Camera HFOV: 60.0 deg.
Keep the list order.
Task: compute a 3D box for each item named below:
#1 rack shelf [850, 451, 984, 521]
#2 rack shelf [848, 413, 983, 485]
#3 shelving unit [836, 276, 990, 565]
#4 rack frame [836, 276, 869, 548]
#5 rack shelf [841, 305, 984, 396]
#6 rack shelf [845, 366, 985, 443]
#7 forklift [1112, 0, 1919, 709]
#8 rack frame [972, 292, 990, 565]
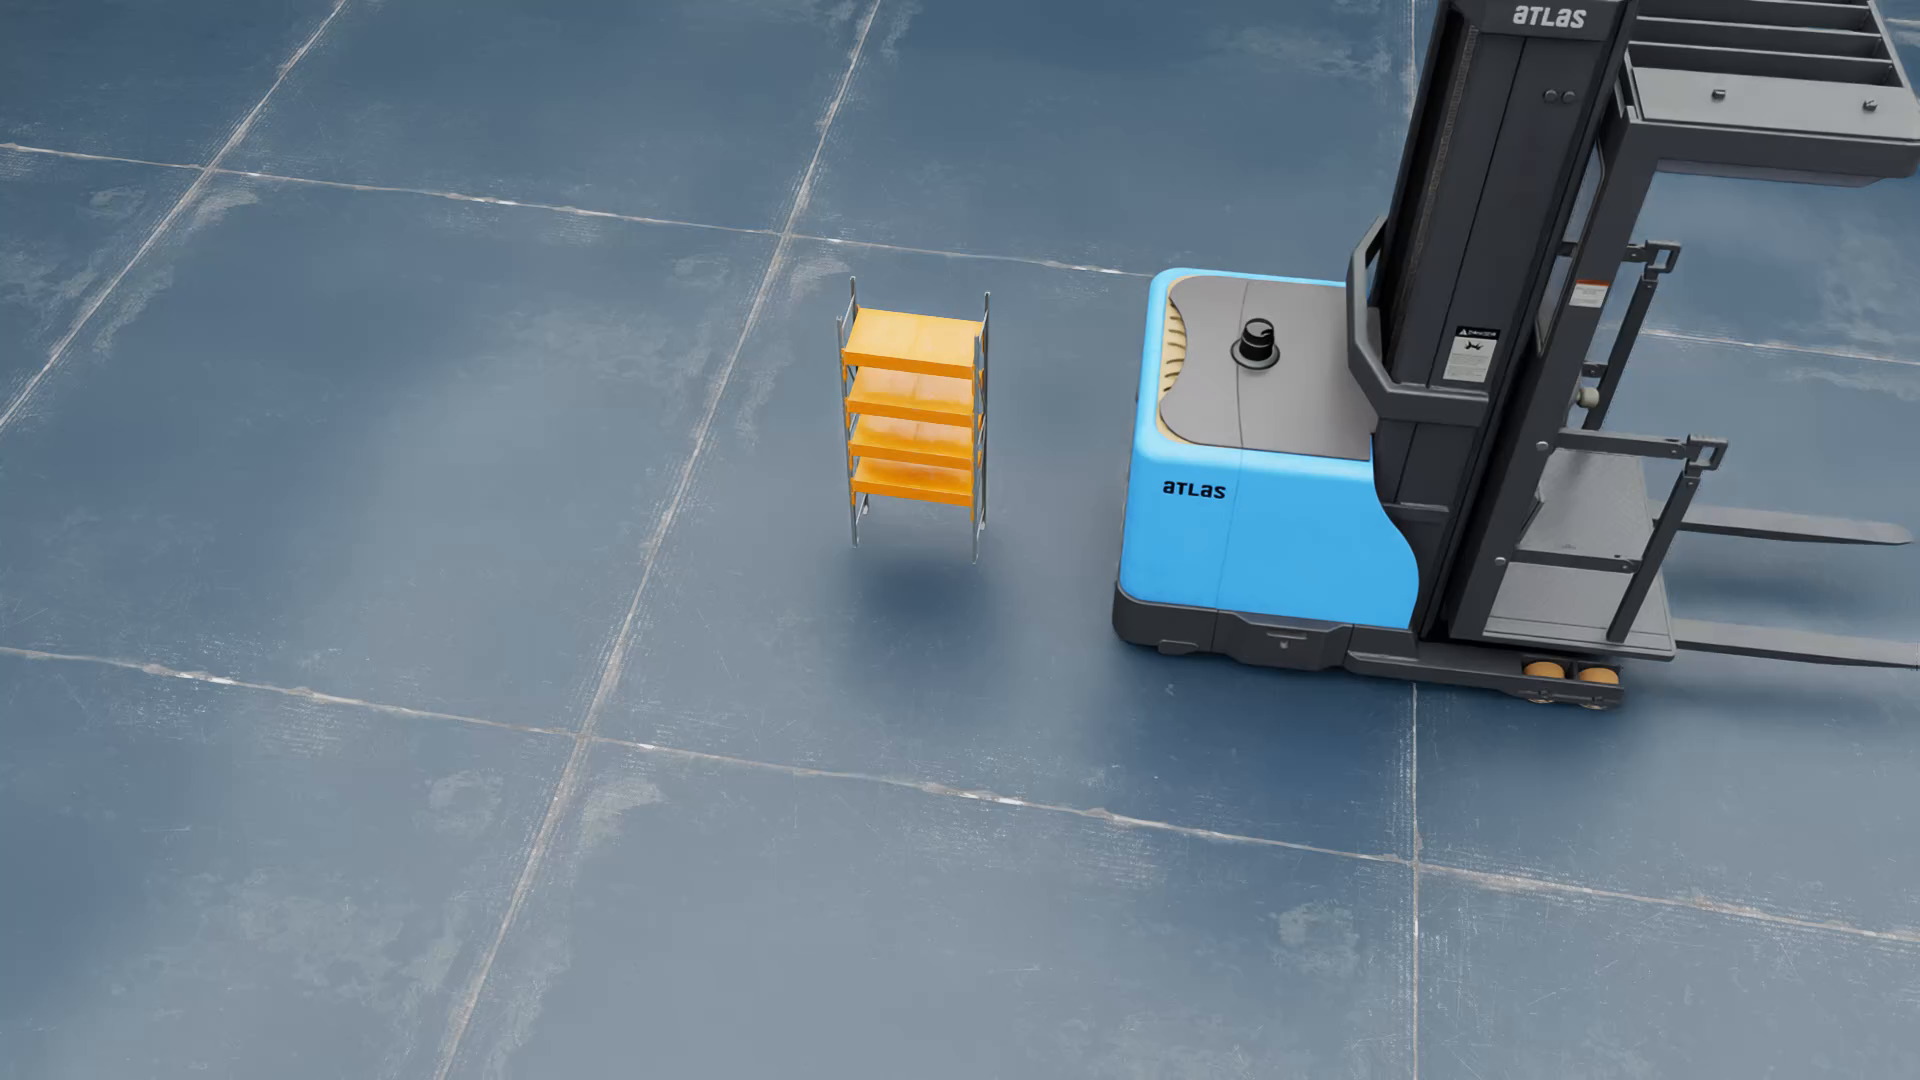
[{"bbox_3d":[-0.163,-0.245,6.493,0.480,0.148,0.258,8,49,7],"label":"rack shelf"},{"bbox_3d":[-0.163,-0.378,6.345,0.480,0.148,0.258,8,49,7],"label":"rack shelf"},{"bbox_3d":[-0.163,-0.423,6.295,0.503,1.200,0.258,8,49,7],"label":"shelving unit"},{"bbox_3d":[-0.403,-0.455,6.324,0.015,1.200,0.240,8,49,7],"label":"rack frame"},{"bbox_3d":[-0.163,-0.686,6.003,0.480,0.148,0.258,8,49,7],"label":"rack shelf"},{"bbox_3d":[-0.163,-0.527,6.179,0.480,0.148,0.258,8,49,7],"label":"rack shelf"},{"bbox_3d":[2.139,-0.779,5.451,3.031,2.935,1.130,6,48,5],"label":"forklift"},{"bbox_3d":[0.077,-0.391,6.266,0.015,1.200,0.240,8,49,7],"label":"rack frame"}]
